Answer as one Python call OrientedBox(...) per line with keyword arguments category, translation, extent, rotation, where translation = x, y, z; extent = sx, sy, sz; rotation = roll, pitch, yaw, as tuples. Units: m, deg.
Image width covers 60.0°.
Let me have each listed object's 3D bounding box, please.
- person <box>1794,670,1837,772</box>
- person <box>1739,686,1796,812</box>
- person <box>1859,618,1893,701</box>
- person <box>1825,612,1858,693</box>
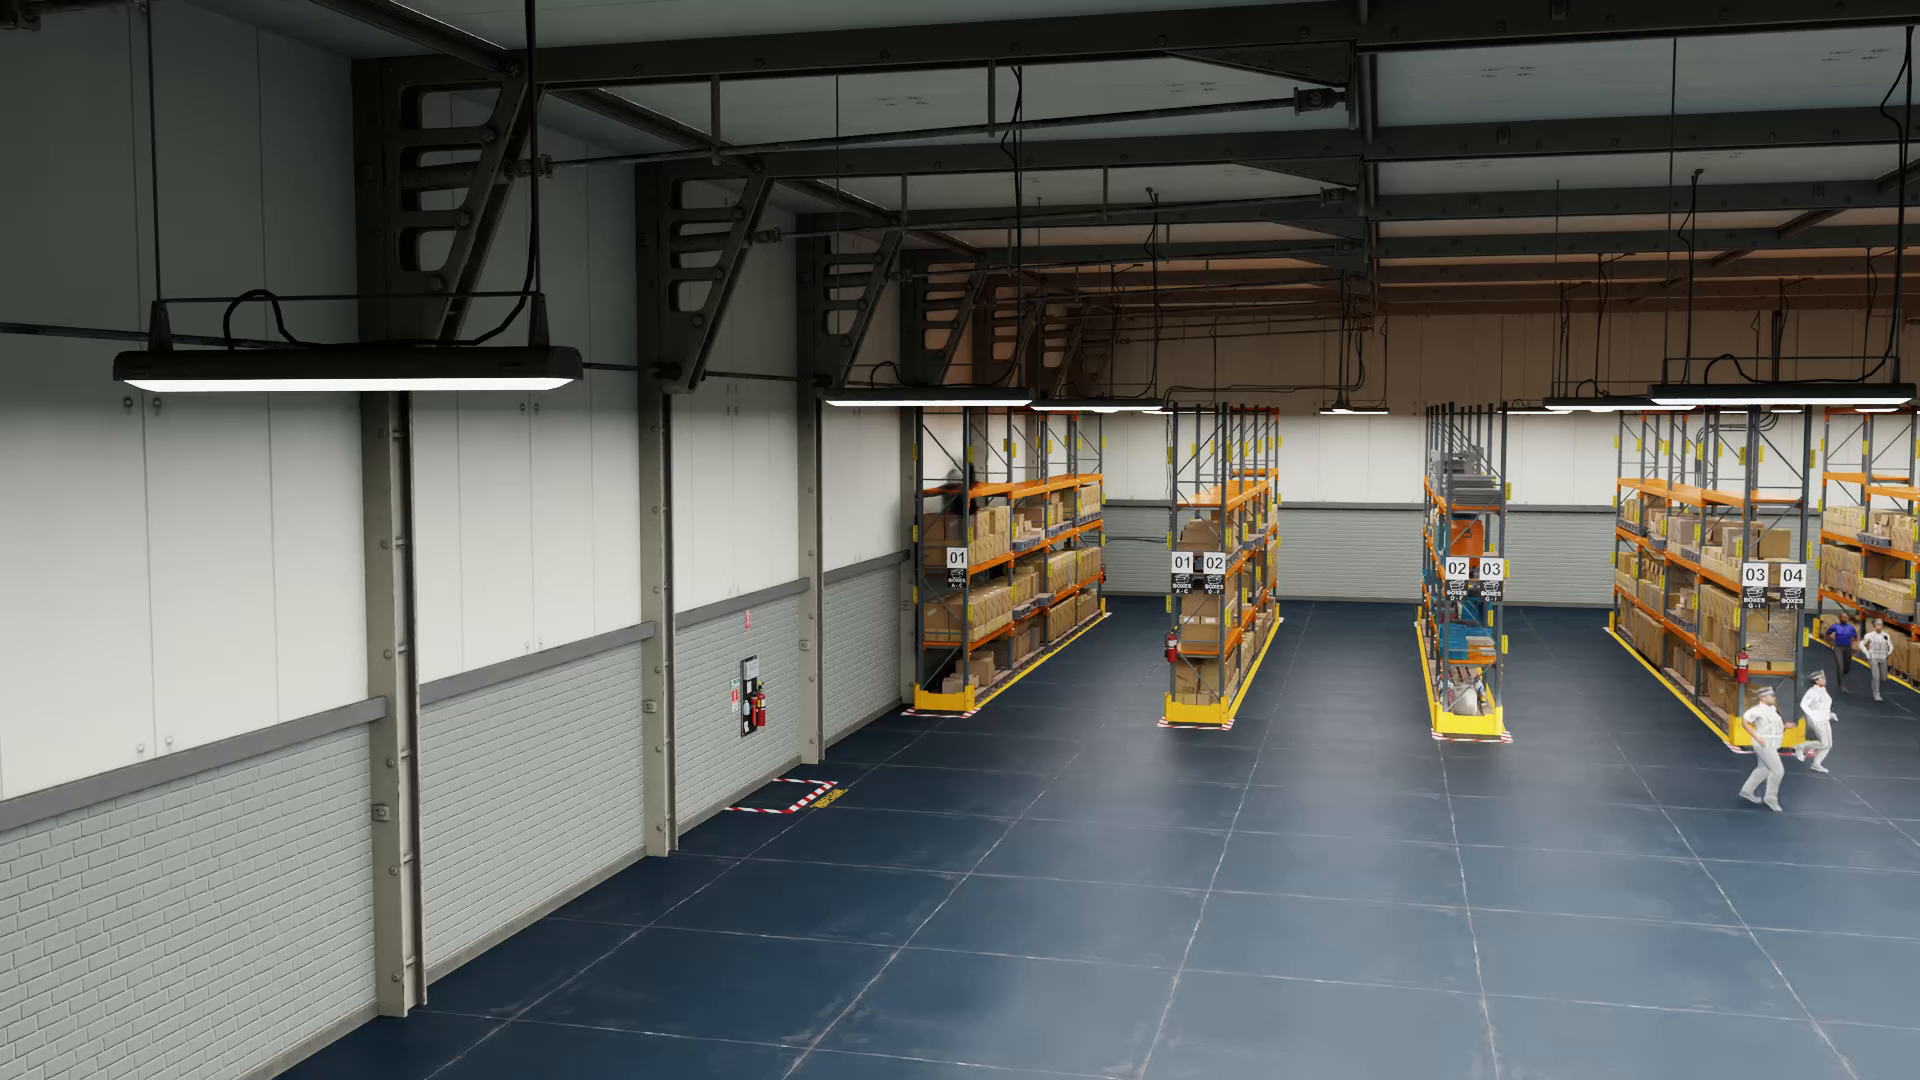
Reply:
OrientedBox(category="person", translation=(13.881, 2.918, 26.961), extent=(0.628, 1.658, 0.558), rotation=(-3, 5, -38))
OrientedBox(category="person", translation=(11.814, 3.048, 24.331), extent=(0.731, 1.851, 0.639), rotation=(4, 6, 40))
OrientedBox(category="person", translation=(18.588, 2.402, 33.730), extent=(0.621, 1.654, 0.717), rotation=(1, 4, 11))
OrientedBox(category="person", translation=(18.434, 2.363, 34.757), extent=(0.583, 1.549, 0.924), rotation=(1, 4, 10))
